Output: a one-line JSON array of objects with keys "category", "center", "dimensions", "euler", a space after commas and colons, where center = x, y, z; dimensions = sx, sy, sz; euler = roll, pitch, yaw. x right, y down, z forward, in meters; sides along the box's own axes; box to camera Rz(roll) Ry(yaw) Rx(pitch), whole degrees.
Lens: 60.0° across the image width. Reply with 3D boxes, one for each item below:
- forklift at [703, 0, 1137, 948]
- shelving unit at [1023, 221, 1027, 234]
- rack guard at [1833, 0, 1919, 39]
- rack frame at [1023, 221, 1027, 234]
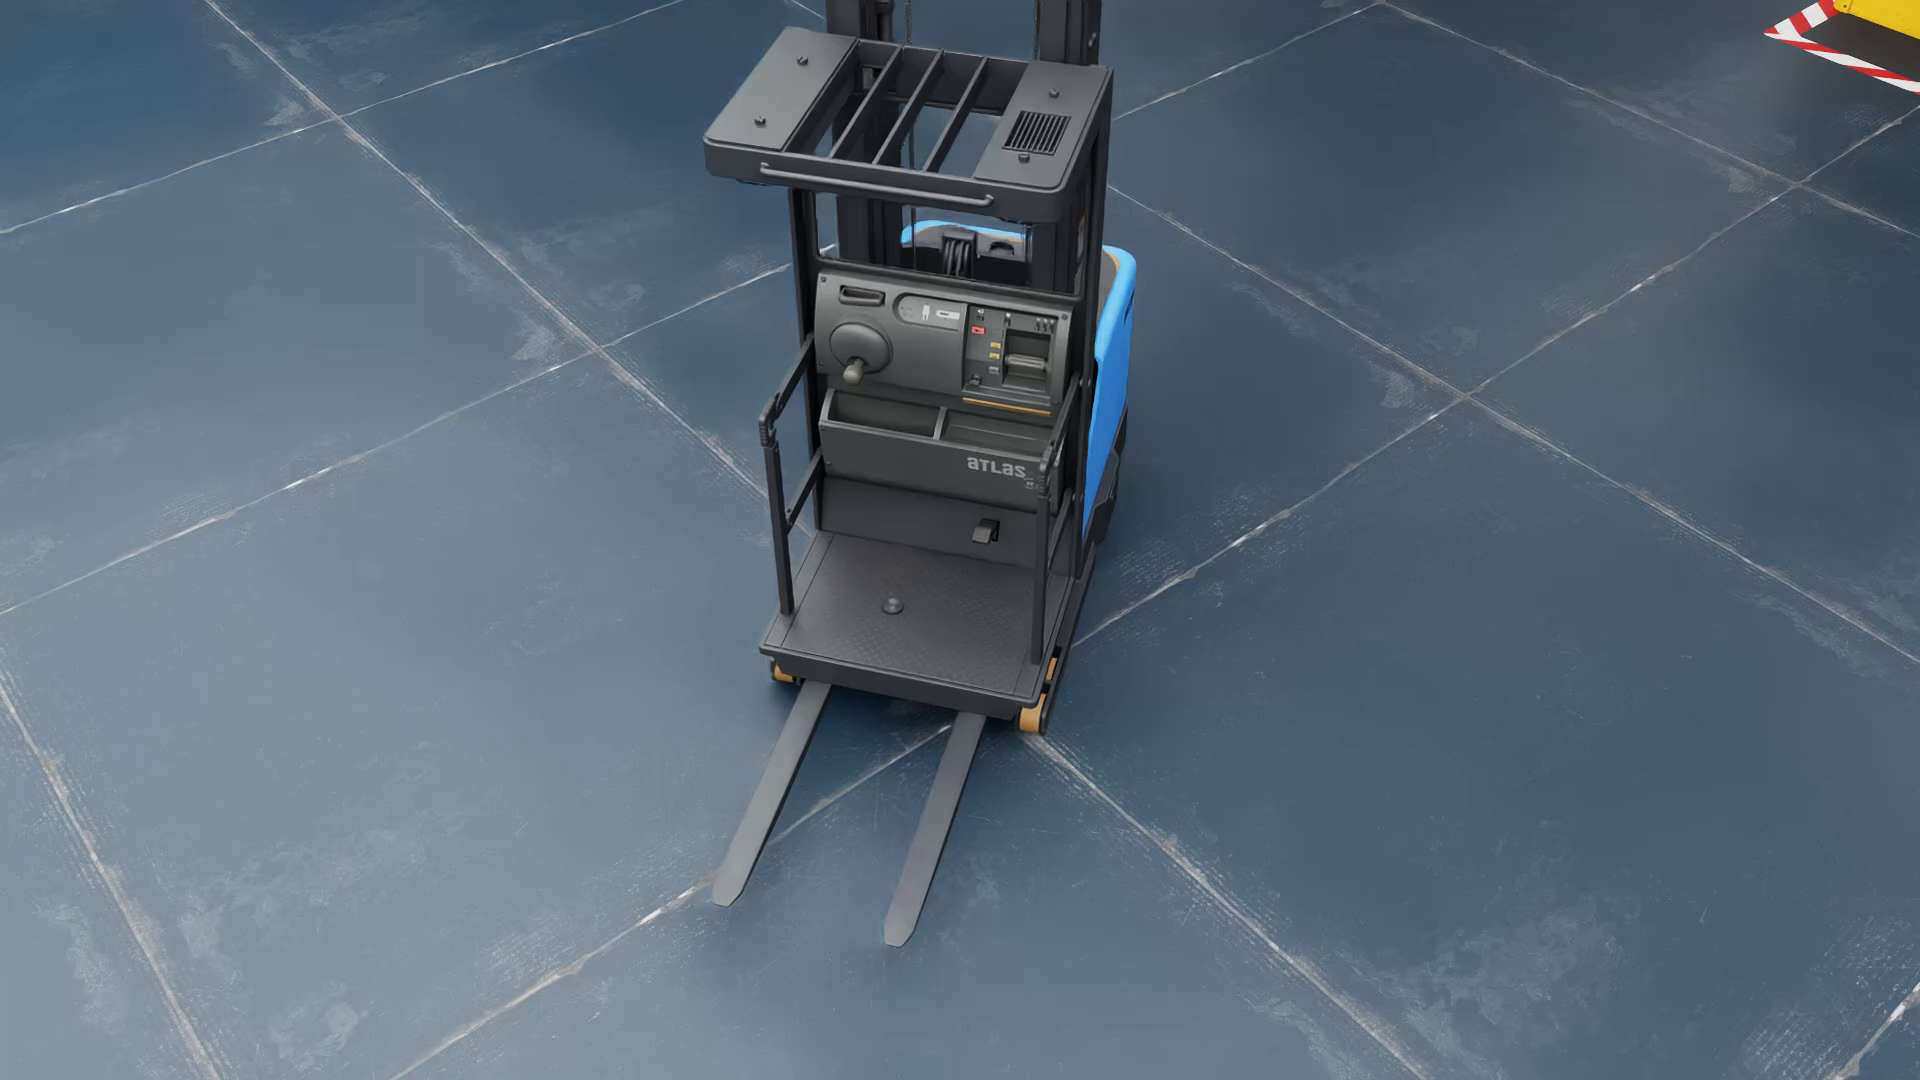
[{"category": "forklift", "center": [-0.121, -0.620, 5.769], "dimensions": [1.130, 2.935, 3.031], "euler": [10, 44, 11]}, {"category": "shelving unit", "center": [0.433, -1.025, 7.575], "dimensions": [0.215, 1.050, 0.252], "euler": [33, 52, 30]}, {"category": "rack guard", "center": [6.261, -3.479, 10.589], "dimensions": [0.348, 0.500, 1.175], "euler": [-30, 51, -28]}, {"category": "rack frame", "center": [0.349, -0.965, 7.510], "dimensions": [0.200, 1.050, 0.008], "euler": [33, 52, 30]}]
